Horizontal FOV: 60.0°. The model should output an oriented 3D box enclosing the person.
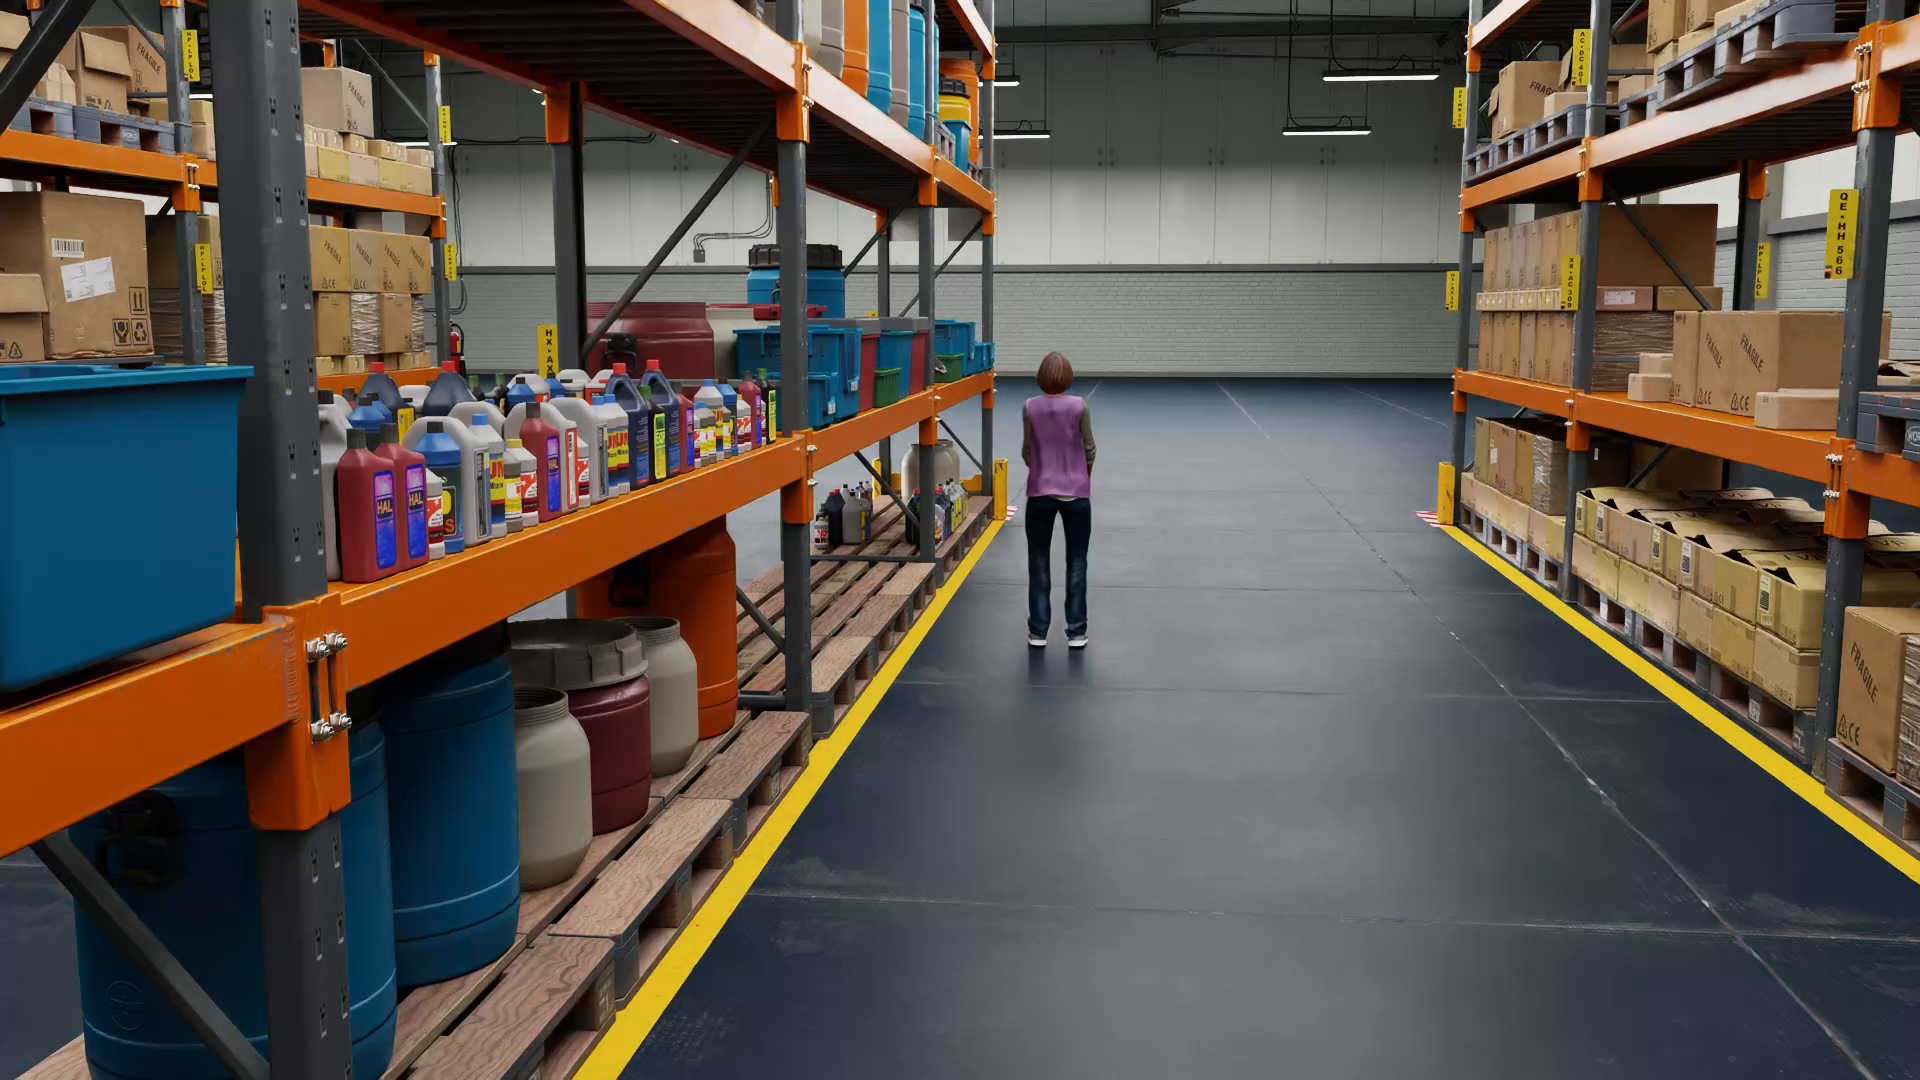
[{"bbox_3d":[0.534,-0.226,9.010,0.405,1.589,0.498,1,8,7],"label":"person"}]
